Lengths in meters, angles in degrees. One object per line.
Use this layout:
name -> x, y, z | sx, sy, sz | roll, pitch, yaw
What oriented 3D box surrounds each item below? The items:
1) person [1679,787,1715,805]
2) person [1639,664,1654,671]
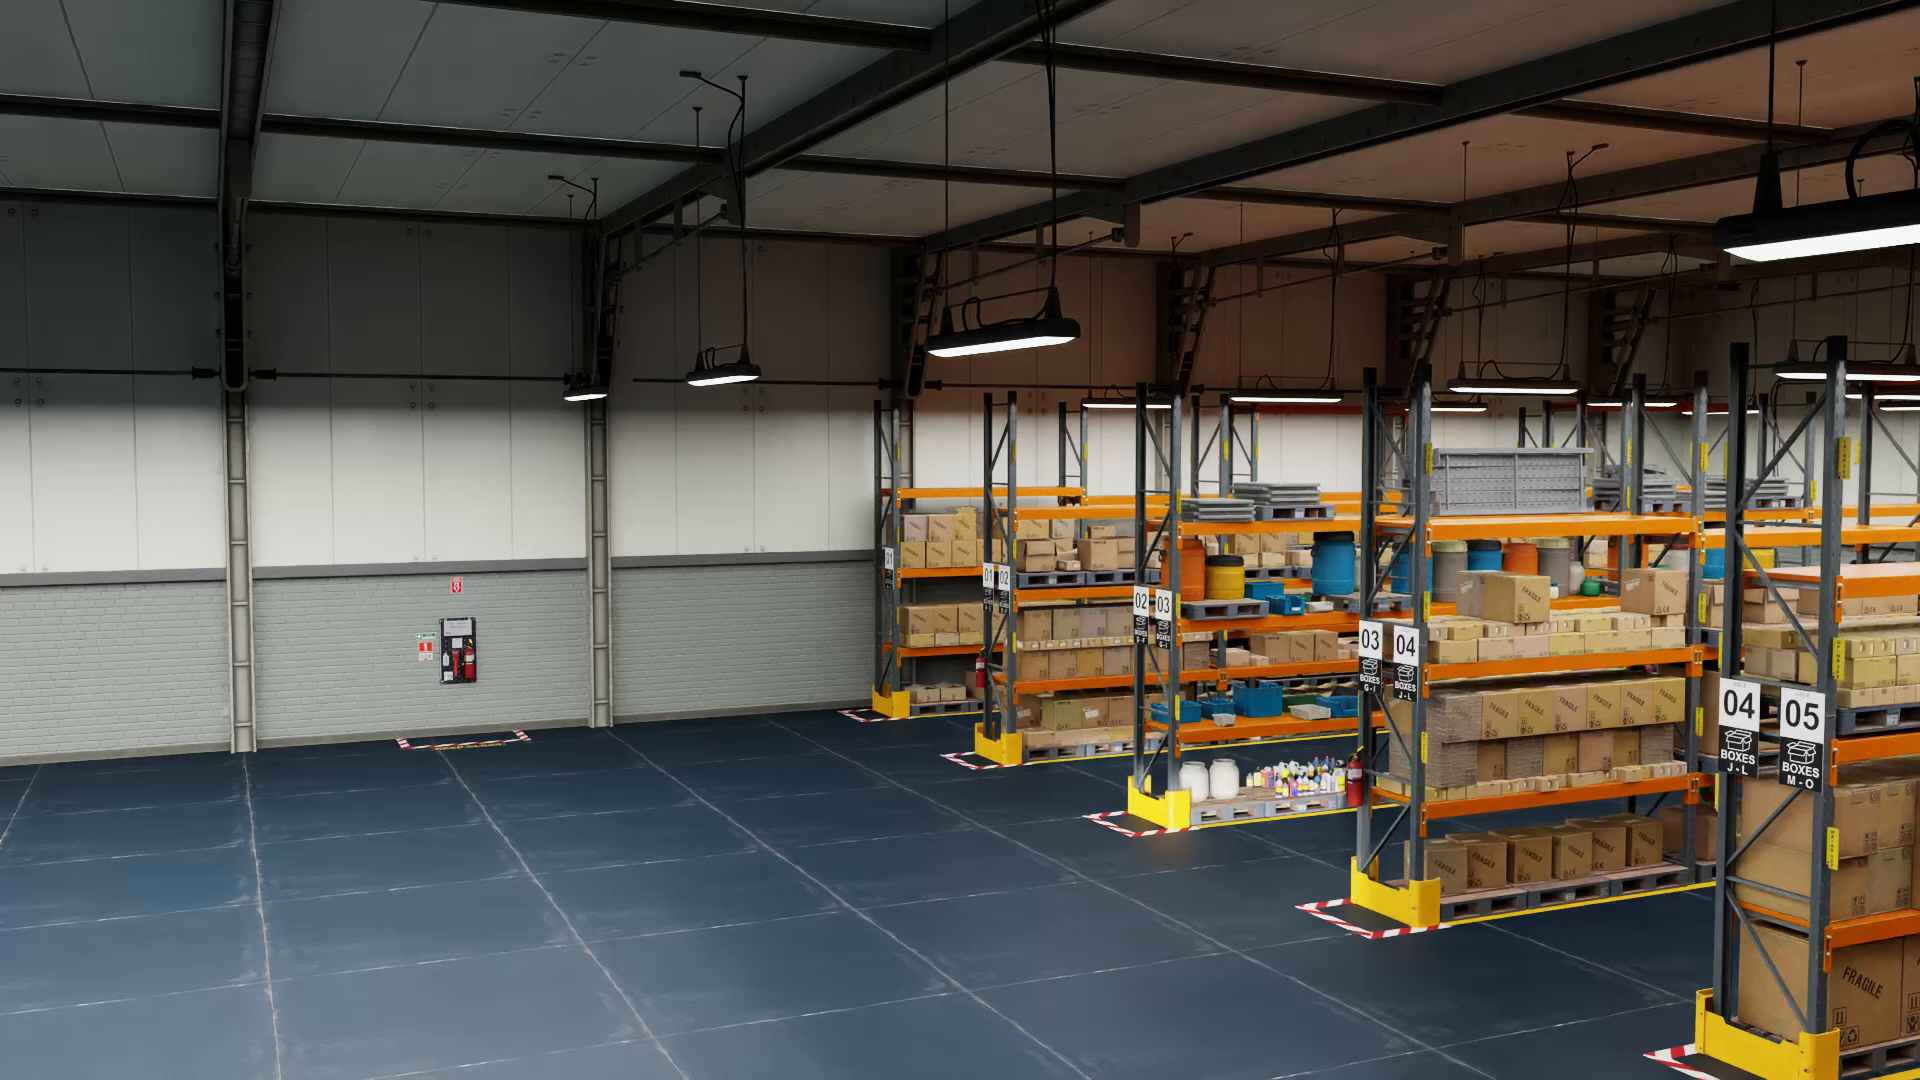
person -> 9.899, 2.963, 22.529 | 1.067, 1.726, 0.652 | -1, 4, -22
person -> 12.221, 2.565, 29.879 | 0.533, 1.722, 0.609 | -1, 4, -21
